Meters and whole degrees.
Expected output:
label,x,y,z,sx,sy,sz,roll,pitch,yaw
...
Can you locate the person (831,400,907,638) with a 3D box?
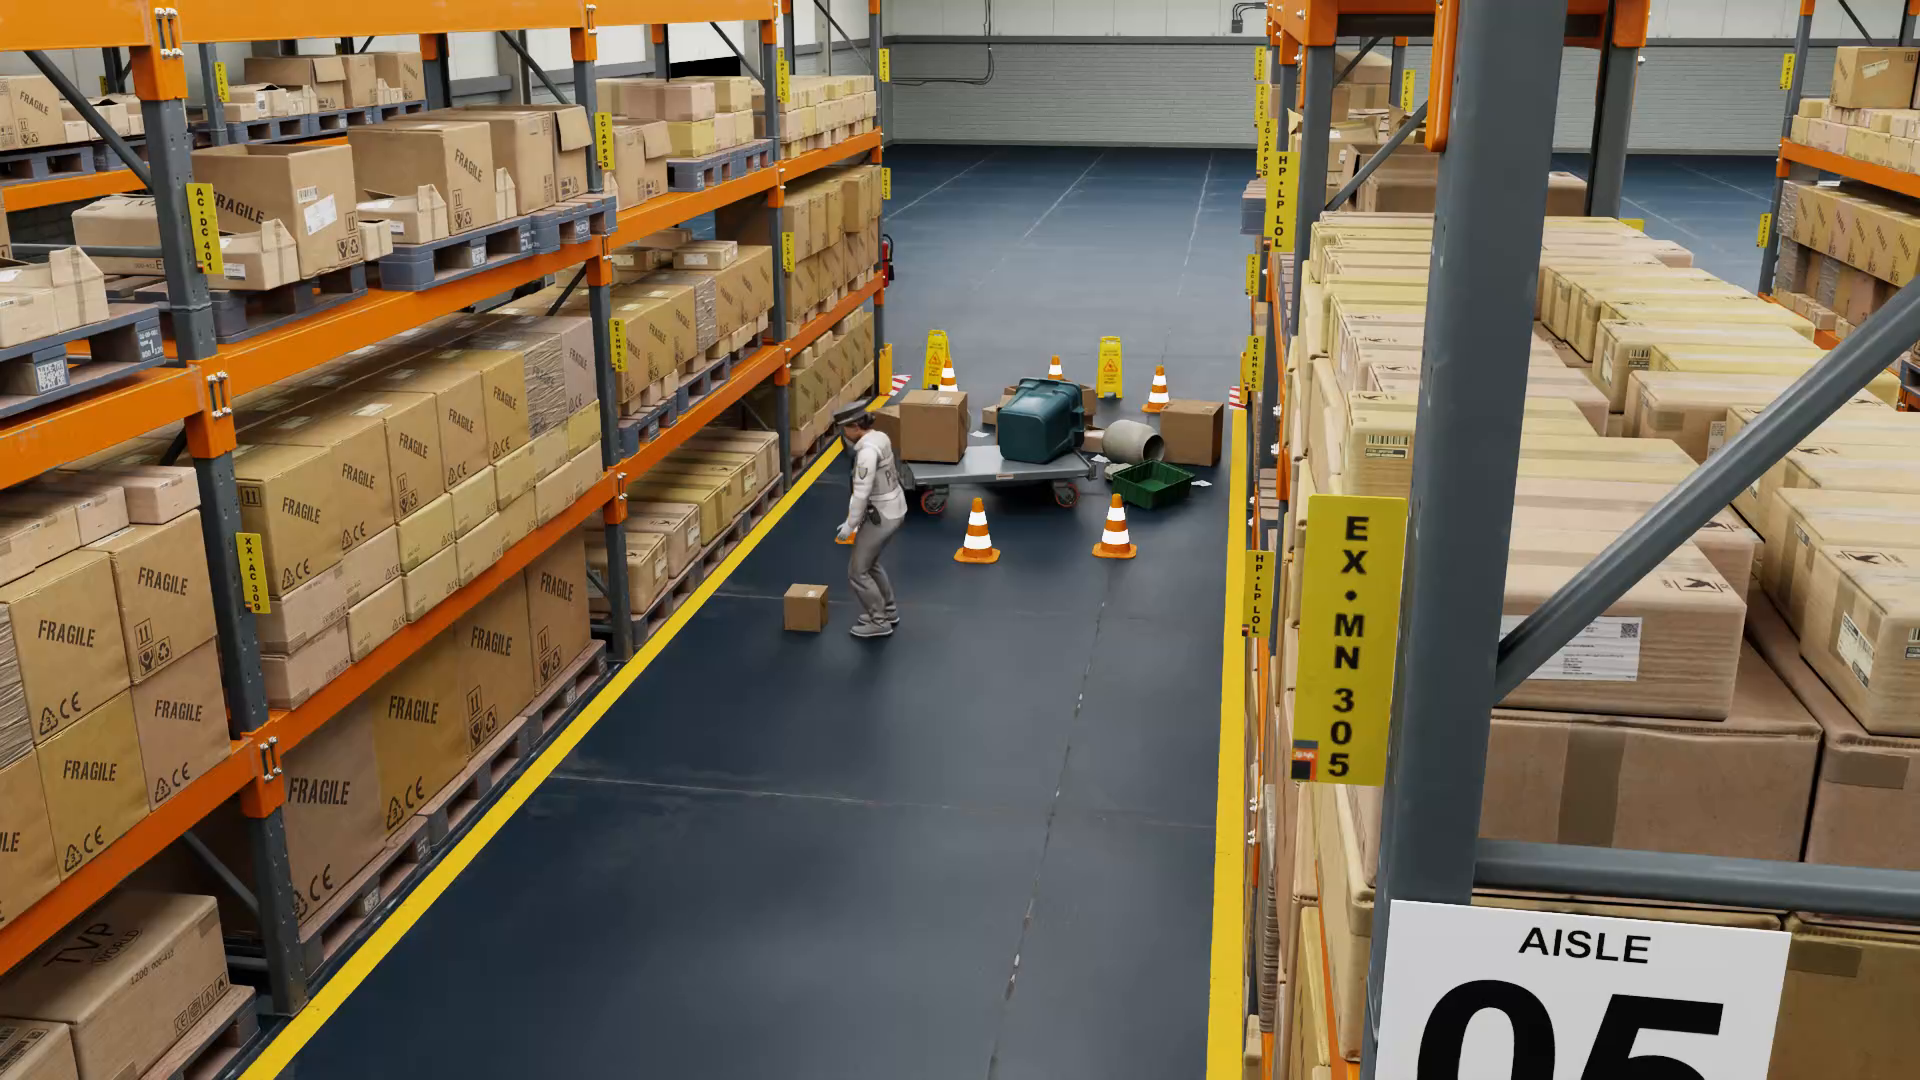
label,x,y,z,sx,sy,sz,roll,pitch,yaw
person,-0.608,-0.140,11.102,0.482,1.604,0.508,3,18,10
